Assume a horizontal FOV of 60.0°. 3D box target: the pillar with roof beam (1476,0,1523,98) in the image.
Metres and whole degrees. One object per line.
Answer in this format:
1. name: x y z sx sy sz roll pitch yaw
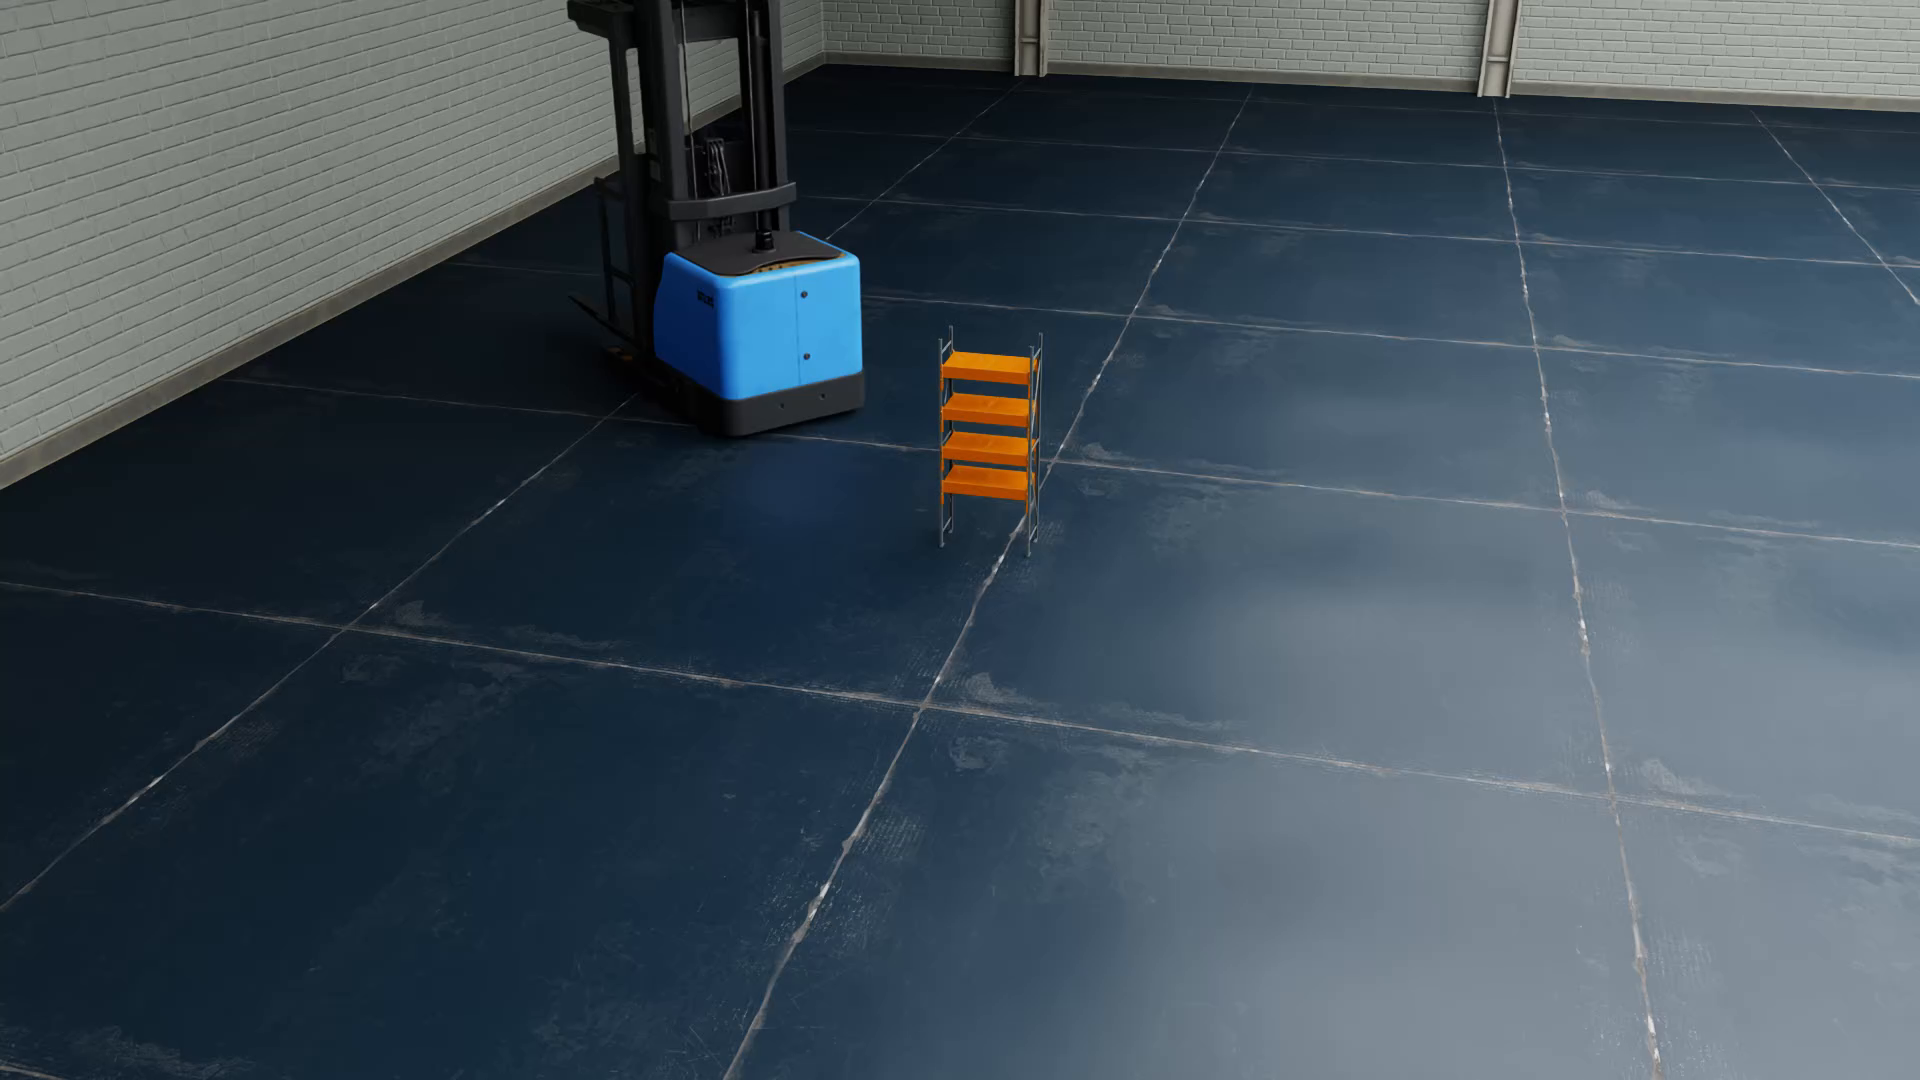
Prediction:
1. pillar with roof beam: 5.697 -7.923 15.423 0.400 9.000 9.100 6 26 13

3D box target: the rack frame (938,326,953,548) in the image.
1. rack frame: -0.076 -0.550 9.010 0.015 1.200 0.240 6 26 13

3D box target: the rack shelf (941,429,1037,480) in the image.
1. rack shelf: 0.160 -0.463 8.984 0.480 0.148 0.258 6 26 13

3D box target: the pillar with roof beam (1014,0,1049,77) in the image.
1. pillar with roof beam: -0.114 -8.565 16.772 0.400 9.000 9.100 6 26 13

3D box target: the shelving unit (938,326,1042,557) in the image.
1. shelving unit: 0.160 -0.524 8.955 0.503 1.200 0.258 6 26 13

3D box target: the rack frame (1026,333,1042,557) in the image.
1. rack frame: 0.397 -0.498 8.900 0.015 1.200 0.240 6 26 13

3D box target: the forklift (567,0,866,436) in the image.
1. forklift: -1.870 -2.555 11.207 1.130 2.935 3.031 -16 30 -31

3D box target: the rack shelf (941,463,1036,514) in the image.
1. rack shelf: 0.160 -0.284 9.069 0.480 0.148 0.258 6 26 13

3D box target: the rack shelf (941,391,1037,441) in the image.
1. rack shelf: 0.160 -0.665 8.888 0.480 0.148 0.258 6 26 13

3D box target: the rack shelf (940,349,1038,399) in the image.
1. rack shelf: 0.160 -0.879 8.786 0.480 0.148 0.258 6 26 13
